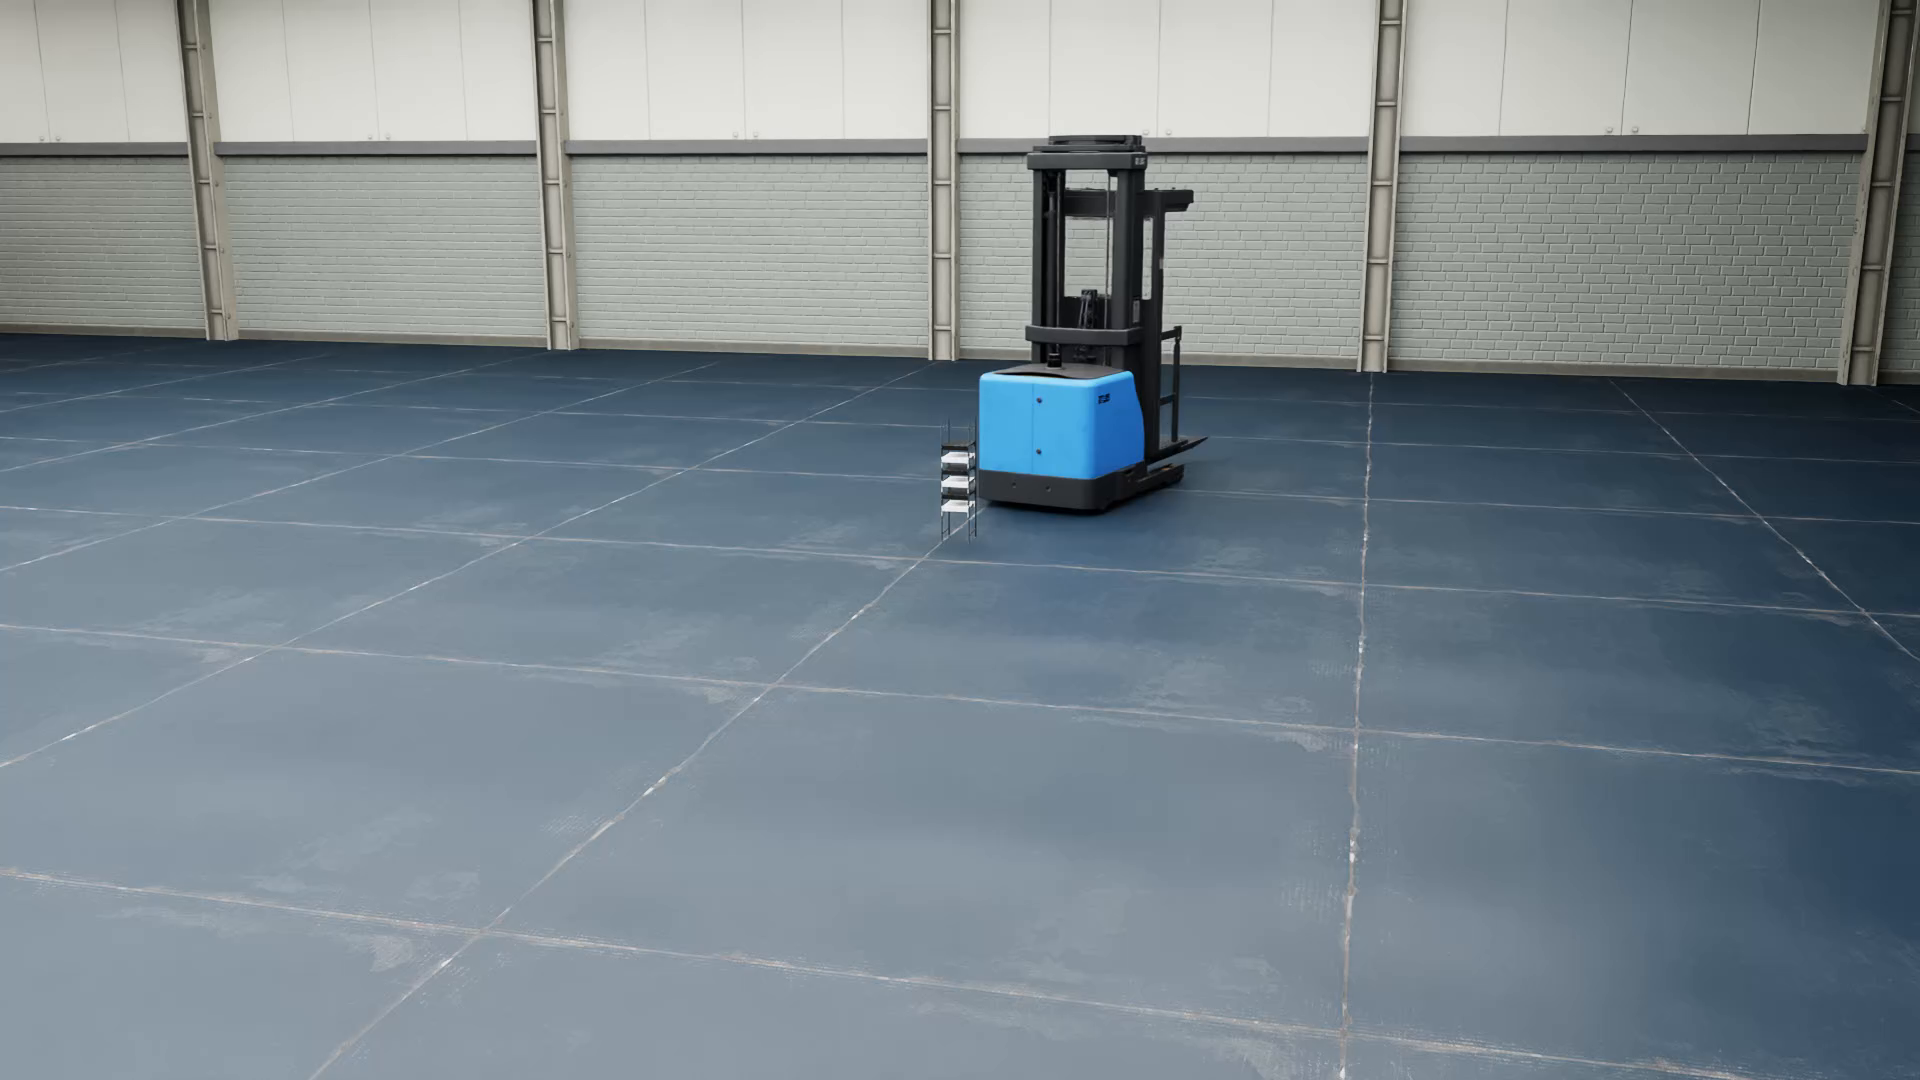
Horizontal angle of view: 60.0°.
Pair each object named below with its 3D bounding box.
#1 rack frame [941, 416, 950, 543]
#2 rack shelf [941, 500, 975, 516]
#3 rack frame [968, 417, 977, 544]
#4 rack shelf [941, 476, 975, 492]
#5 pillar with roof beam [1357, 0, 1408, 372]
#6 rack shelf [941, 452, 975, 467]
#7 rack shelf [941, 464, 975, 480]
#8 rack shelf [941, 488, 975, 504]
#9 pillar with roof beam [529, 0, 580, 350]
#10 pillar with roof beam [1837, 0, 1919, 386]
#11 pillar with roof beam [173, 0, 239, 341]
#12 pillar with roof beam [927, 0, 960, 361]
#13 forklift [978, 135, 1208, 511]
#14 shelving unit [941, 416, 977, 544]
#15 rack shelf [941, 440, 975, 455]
[{"bbox_3d":[-0.107,-0.445,12.162,0.006,0.900,0.240,3,13,14],"label":"rack frame"},{"bbox_3d":[-0.008,-0.231,12.184,0.200,0.077,0.258,3,13,14],"label":"rack shelf"},{"bbox_3d":[0.091,-0.434,12.114,0.006,0.900,0.240,3,13,14],"label":"rack frame"},{"bbox_3d":[-0.008,-0.407,12.145,0.200,0.077,0.258,3,13,14],"label":"rack shelf"},{"bbox_3d":[4.567,-5.787,17.543,0.400,9.000,9.100,3,13,14],"label":"pillar with roof beam"},{"bbox_3d":[-0.008,-0.583,12.106,0.200,0.077,0.258,3,13,14],"label":"rack shelf"},{"bbox_3d":[-0.008,-0.495,12.126,0.200,0.077,0.258,3,13,14],"label":"rack shelf"},{"bbox_3d":[-0.008,-0.319,12.165,0.200,0.077,0.258,3,13,14],"label":"rack shelf"},{"bbox_3d":[-7.084,-6.410,20.350,0.400,9.000,9.100,3,13,14],"label":"pillar with roof beam"},{"bbox_3d":[10.392,-5.476,16.140,0.400,9.000,9.100,3,13,14],"label":"pillar with roof beam"},{"bbox_3d":[-12.909,-6.721,21.753,0.400,9.000,9.100,3,13,14],"label":"pillar with roof beam"},{"bbox_3d":[-1.259,-6.099,18.947,0.400,9.000,9.100,3,13,14],"label":"pillar with roof beam"},{"bbox_3d":[1.297,-1.931,14.169,1.130,2.935,3.031,7,14,28],"label":"forklift"},{"bbox_3d":[-0.008,-0.440,12.138,0.210,0.900,0.258,3,13,14],"label":"shelving unit"},{"bbox_3d":[-0.008,-0.671,12.087,0.200,0.077,0.258,3,13,14],"label":"rack shelf"}]
